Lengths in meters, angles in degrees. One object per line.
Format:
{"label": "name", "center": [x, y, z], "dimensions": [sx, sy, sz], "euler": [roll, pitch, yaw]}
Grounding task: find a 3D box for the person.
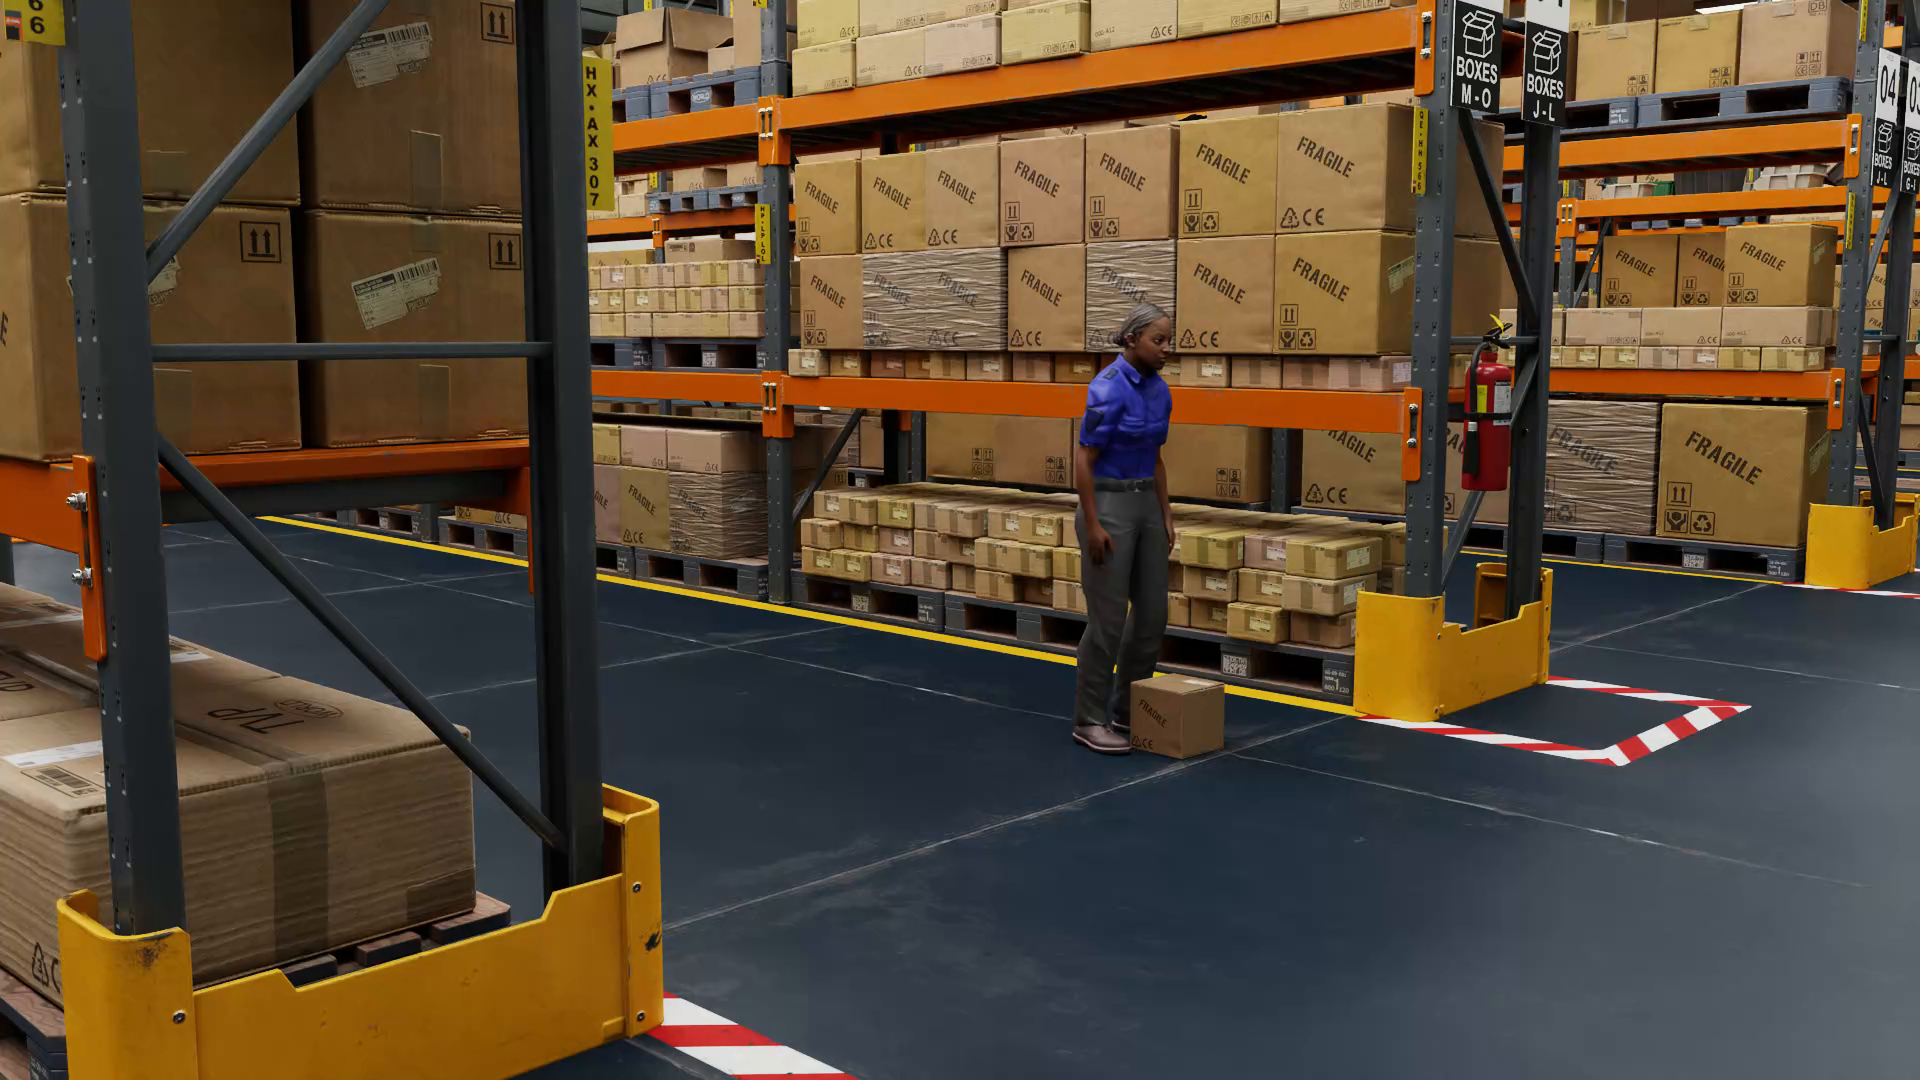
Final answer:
{"label": "person", "center": [0.630, -0.061, 6.269], "dimensions": [0.349, 1.654, 0.504], "euler": [7, 10, 44]}
